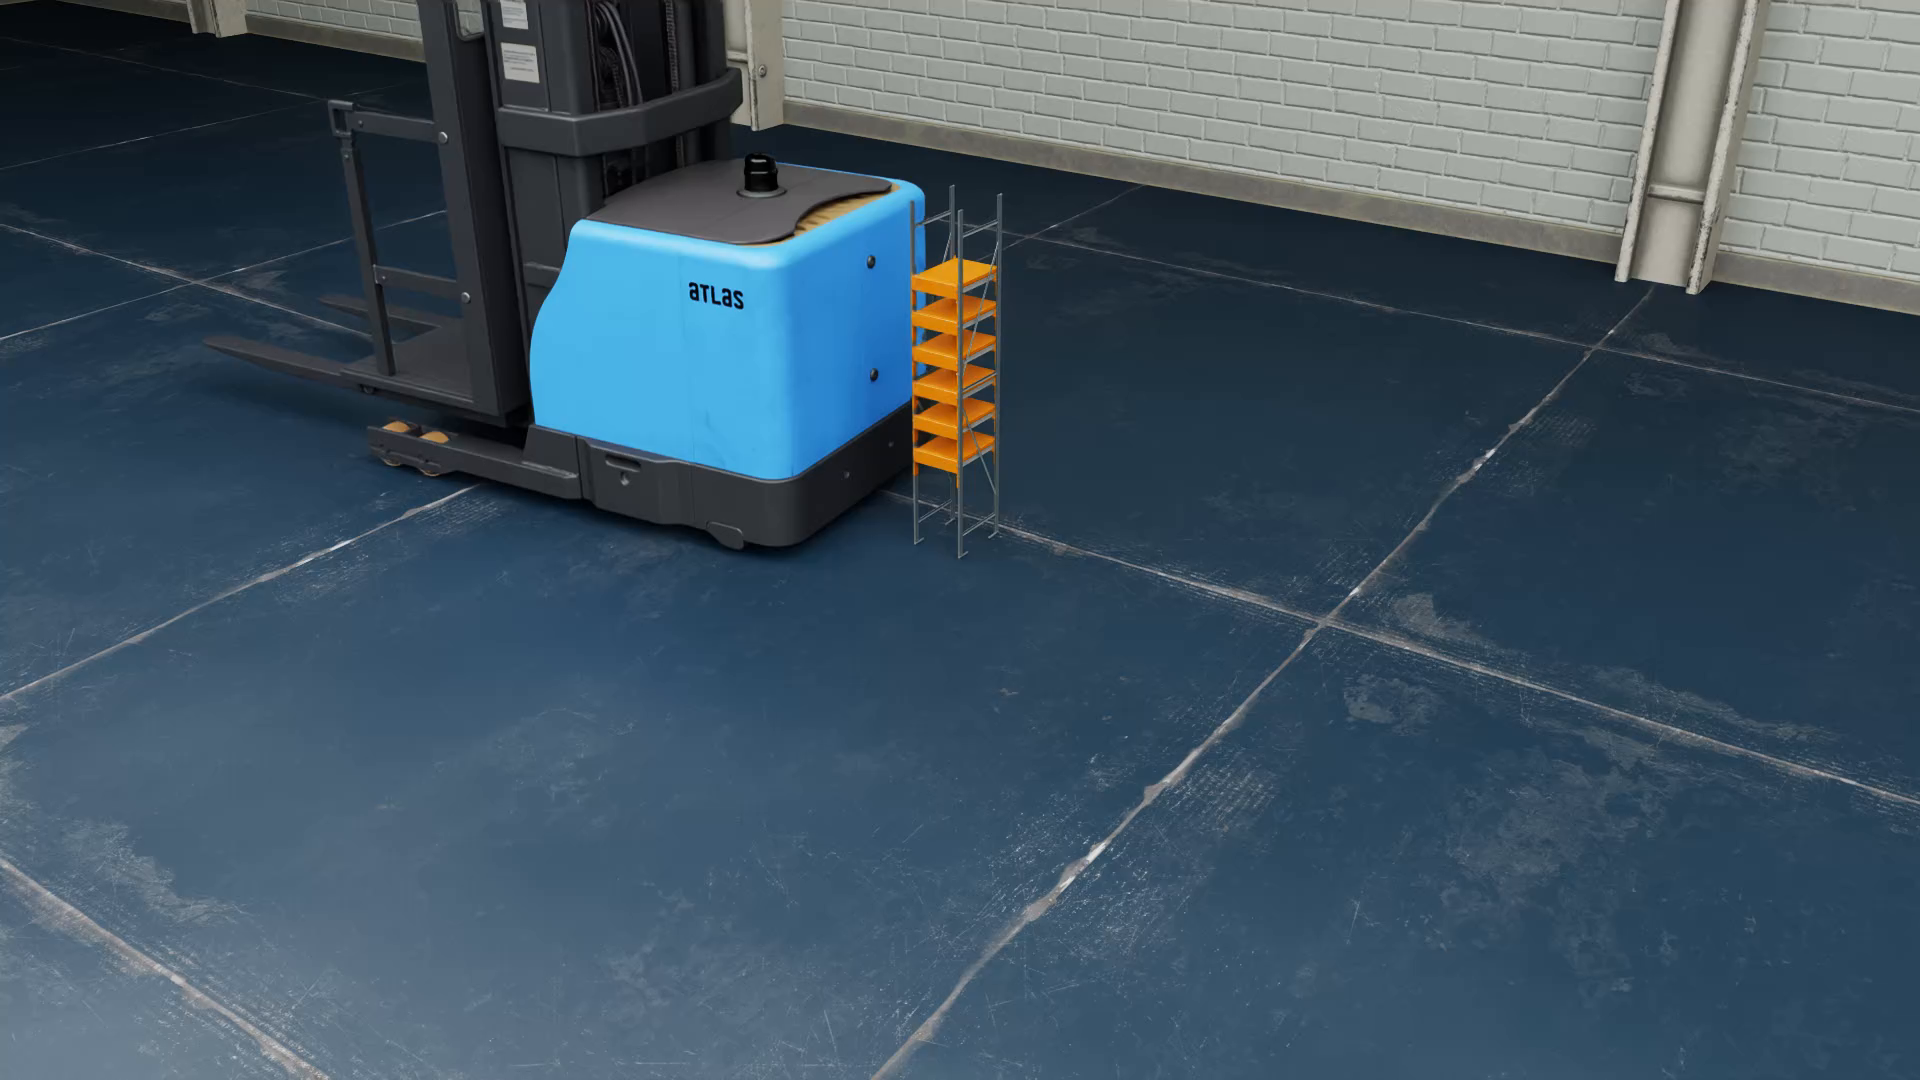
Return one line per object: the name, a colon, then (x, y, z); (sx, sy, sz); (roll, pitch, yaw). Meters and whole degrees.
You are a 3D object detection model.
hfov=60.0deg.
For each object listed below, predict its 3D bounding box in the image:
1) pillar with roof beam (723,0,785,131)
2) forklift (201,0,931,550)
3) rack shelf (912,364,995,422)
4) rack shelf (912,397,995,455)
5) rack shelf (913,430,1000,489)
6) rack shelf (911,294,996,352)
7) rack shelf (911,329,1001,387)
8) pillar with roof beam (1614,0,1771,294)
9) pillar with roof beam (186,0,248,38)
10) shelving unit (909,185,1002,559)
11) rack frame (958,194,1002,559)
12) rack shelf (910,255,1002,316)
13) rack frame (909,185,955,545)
pillar with roof beam: (-3.869, -5.245, 6.134); (0.400, 9.000, 9.100); (17, 32, 30)
forklift: (-1.652, -1.737, 5.932); (3.031, 2.935, 1.130); (14, 30, 25)
rack shelf: (-0.012, -0.499, 5.505); (0.180, 0.103, 0.258); (17, 32, 30)
rack shelf: (-0.012, -0.392, 5.560); (0.180, 0.103, 0.258); (17, 32, 30)
rack shelf: (-0.012, -0.285, 5.614); (0.180, 0.103, 0.258); (17, 32, 30)
rack shelf: (-0.012, -0.713, 5.396); (0.180, 0.103, 0.258); (17, 32, 30)
rack shelf: (-0.012, -0.606, 5.451); (0.180, 0.103, 0.258); (17, 32, 30)
pillar with roof beam: (1.077, -3.704, 3.106); (0.400, 9.000, 9.100); (17, 32, 30)
pillar with roof beam: (-8.815, -6.785, 9.161); (0.400, 9.000, 9.100); (17, 32, 30)
shelving unit: (-0.012, -0.538, 5.485); (0.189, 1.200, 0.258); (17, 32, 30)
rack frame: (0.063, -0.515, 5.439); (0.006, 1.200, 0.240); (17, 32, 30)
rack shelf: (-0.012, -0.820, 5.342); (0.180, 0.103, 0.258); (17, 32, 30)
rack frame: (-0.087, -0.562, 5.531); (0.006, 1.200, 0.240); (17, 32, 30)
